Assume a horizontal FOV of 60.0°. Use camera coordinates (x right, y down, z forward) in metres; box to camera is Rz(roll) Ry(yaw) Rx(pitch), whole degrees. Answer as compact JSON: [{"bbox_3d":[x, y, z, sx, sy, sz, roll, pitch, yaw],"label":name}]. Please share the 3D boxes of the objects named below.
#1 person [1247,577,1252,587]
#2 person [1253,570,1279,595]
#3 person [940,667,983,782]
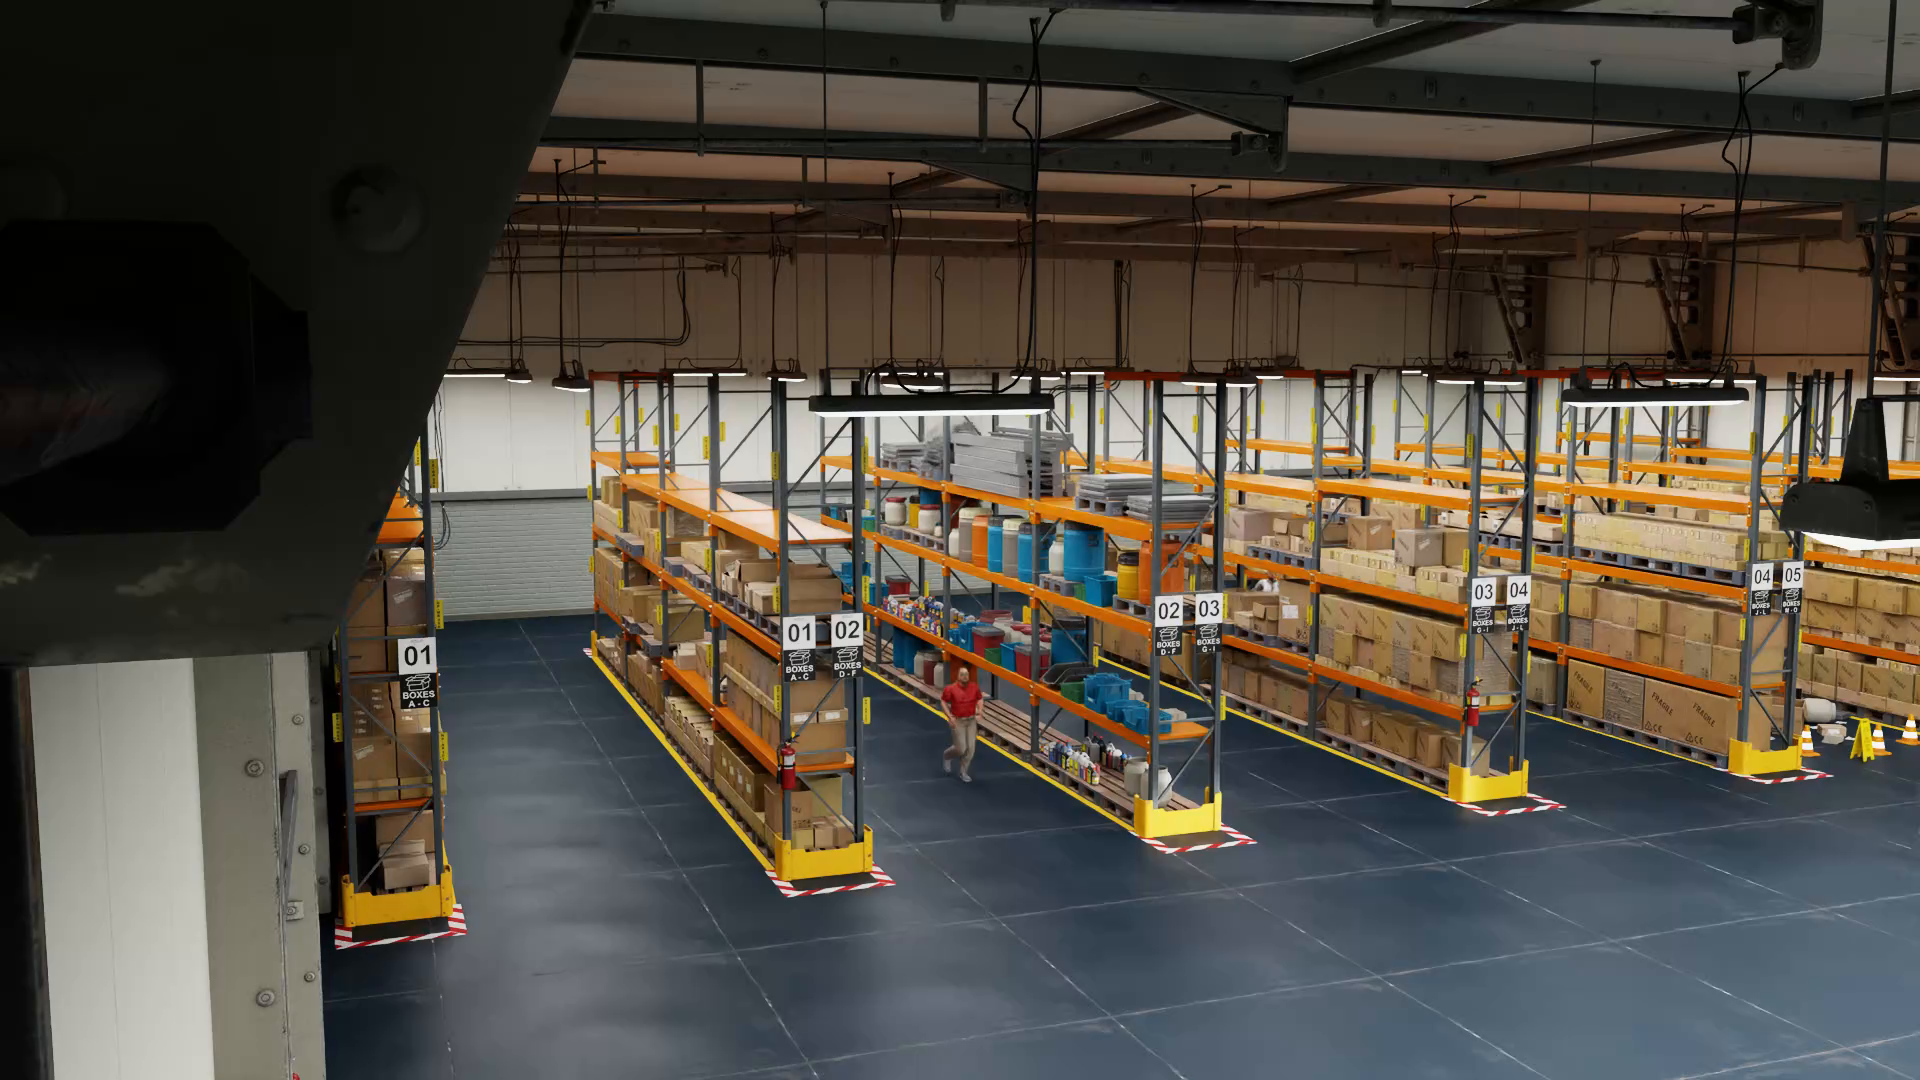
[{"bbox_3d":[7.240,0.955,41.588,0.588,1.536,0.561,1,6,8],"label":"person"},{"bbox_3d":[6.695,1.419,35.830,0.628,1.744,0.781,-2,7,-17],"label":"person"},{"bbox_3d":[0.053,2.730,24.836,0.653,1.694,0.647,-3,7,-22],"label":"person"}]
